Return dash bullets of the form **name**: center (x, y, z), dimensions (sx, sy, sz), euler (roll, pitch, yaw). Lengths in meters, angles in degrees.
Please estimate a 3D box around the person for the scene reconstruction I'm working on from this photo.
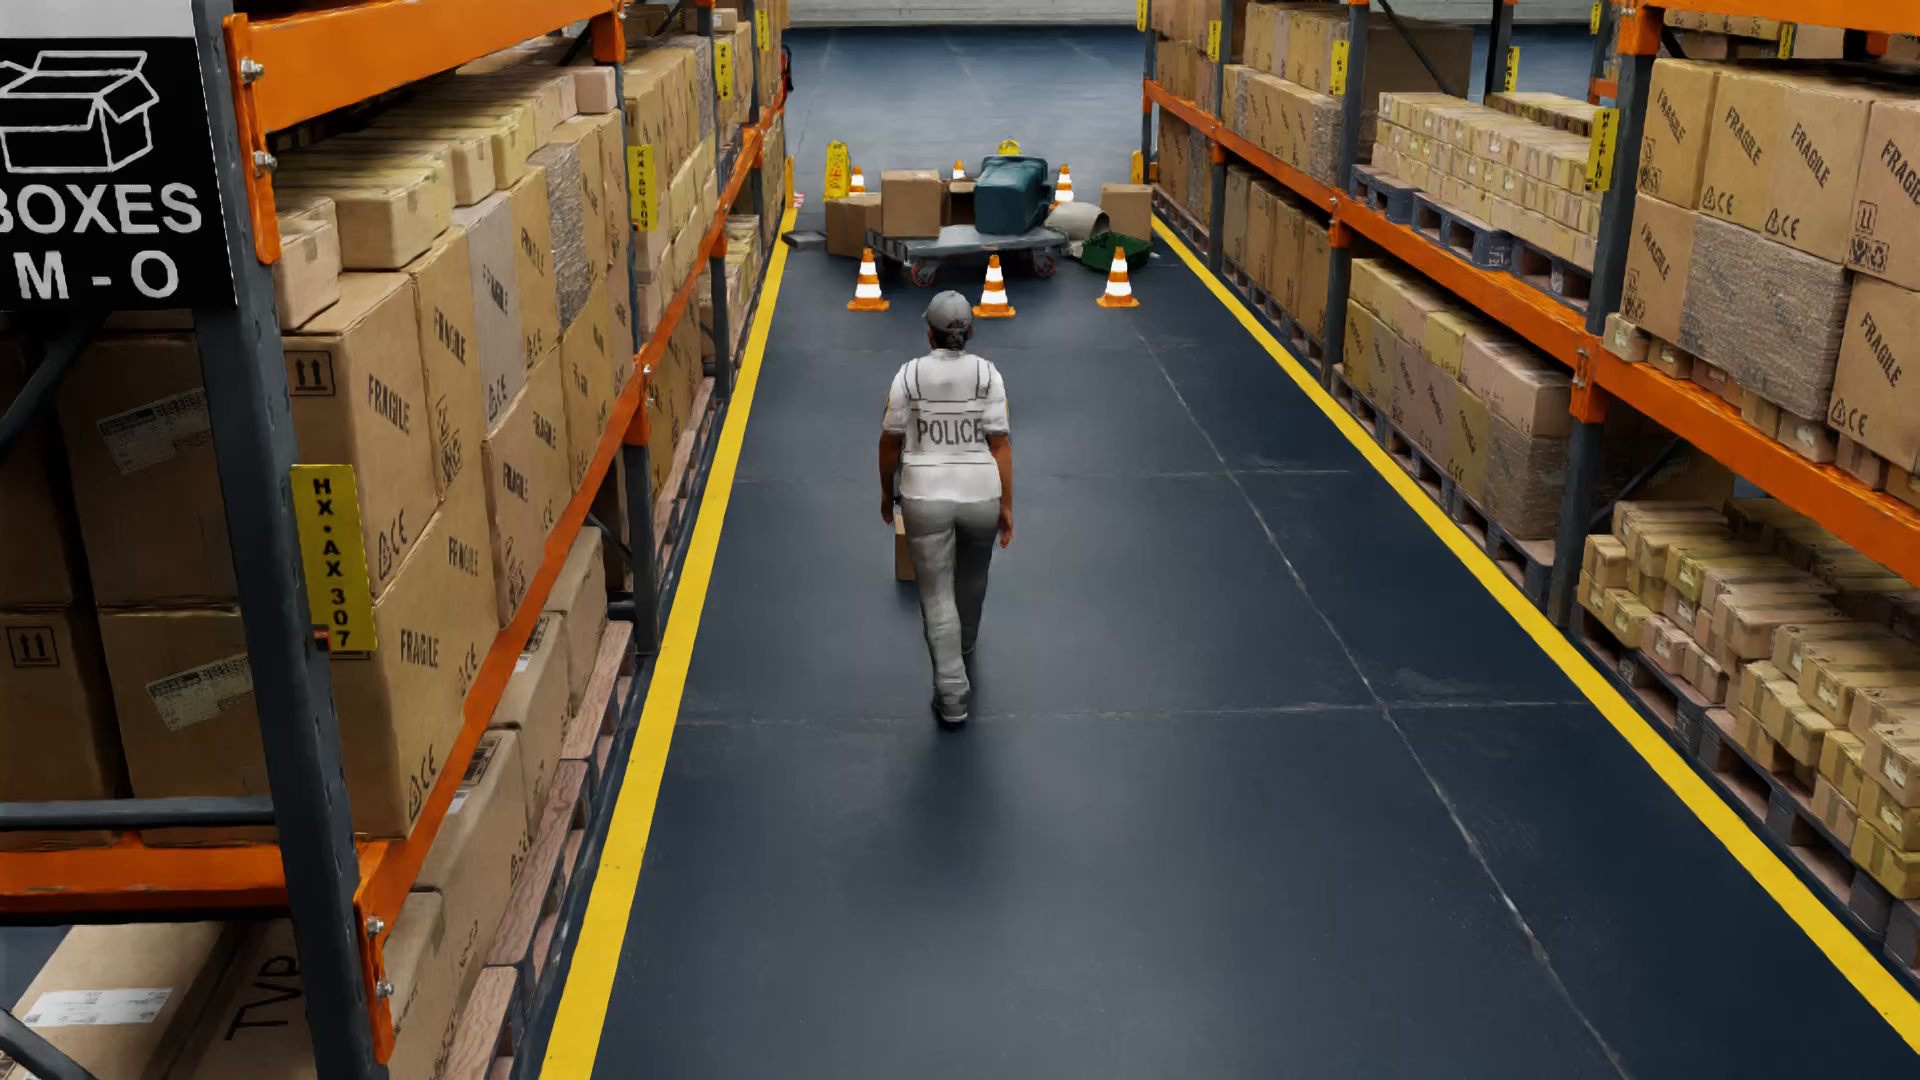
- **person**: center (-0.073, -0.192, 6.596), dimensions (0.497, 1.604, 0.940), euler (-4, 21, -9)
